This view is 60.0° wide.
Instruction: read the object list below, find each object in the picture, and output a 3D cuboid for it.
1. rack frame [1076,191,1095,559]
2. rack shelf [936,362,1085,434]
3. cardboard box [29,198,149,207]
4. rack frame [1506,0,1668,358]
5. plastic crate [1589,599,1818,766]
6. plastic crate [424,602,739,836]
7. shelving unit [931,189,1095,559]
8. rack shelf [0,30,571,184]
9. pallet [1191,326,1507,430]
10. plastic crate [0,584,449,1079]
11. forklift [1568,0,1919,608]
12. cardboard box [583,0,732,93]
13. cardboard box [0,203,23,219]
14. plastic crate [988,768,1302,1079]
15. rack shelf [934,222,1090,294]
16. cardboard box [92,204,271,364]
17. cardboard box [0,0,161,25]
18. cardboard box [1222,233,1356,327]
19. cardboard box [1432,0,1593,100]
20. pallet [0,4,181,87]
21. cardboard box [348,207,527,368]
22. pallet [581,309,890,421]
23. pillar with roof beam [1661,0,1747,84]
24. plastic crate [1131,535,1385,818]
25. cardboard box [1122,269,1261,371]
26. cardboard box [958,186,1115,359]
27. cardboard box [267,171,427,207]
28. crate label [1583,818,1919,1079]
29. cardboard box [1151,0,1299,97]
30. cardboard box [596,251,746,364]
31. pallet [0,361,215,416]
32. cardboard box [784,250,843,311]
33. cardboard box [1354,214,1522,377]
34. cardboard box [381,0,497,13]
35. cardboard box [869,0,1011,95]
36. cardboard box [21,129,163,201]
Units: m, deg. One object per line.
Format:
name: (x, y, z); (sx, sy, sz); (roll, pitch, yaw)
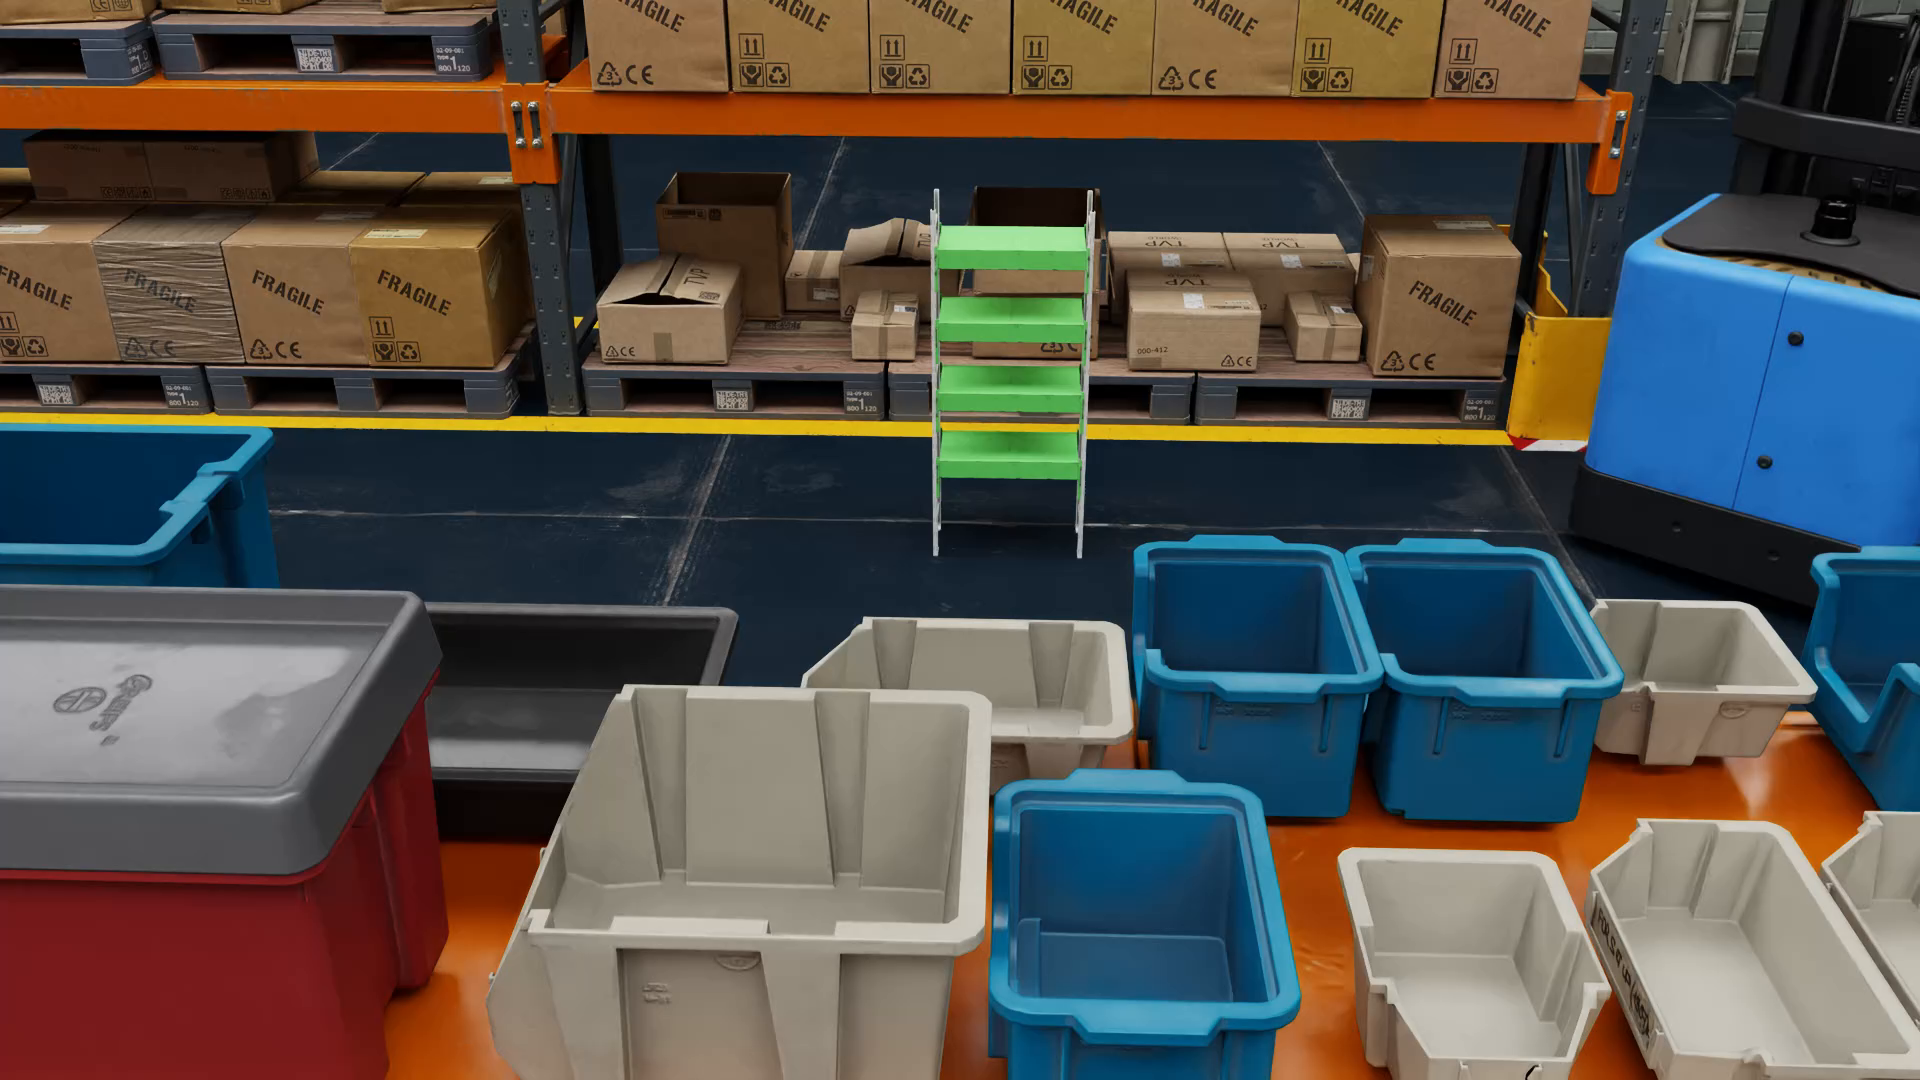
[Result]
rack frame: (0.409, -0.523, 5.456); (0.015, 1.200, 0.240); (1, 28, 2)
rack shelf: (0.165, -0.471, 5.494); (0.480, 0.148, 0.258); (1, 28, 2)
cardboard box: (-3.588, -1.290, 7.180); (0.500, 0.500, 0.500); (0, 28, 0)
rack frame: (2.423, -1.988, 6.298); (0.127, 3.000, 1.000); (1, 28, 2)
plastic crate: (1.013, 0.207, 2.374); (0.298, 0.136, 0.250); (1, 28, 2)
plastic crate: (-0.625, 0.252, 2.301); (0.590, 0.125, 0.437); (1, 28, 2)
shelving unit: (0.165, -0.527, 5.464); (0.503, 1.200, 0.258); (1, 28, 2)
rack shelf: (-3.574, -1.769, 6.653); (4.000, 0.370, 1.077); (1, 28, 2)
pallet: (1.550, -0.770, 6.977); (1.213, 0.211, 1.003); (1, 28, 2)
plastic crate: (-0.870, 0.342, 1.770); (0.583, 0.464, 0.402); (1, 28, 2)
forklift: (3.414, -1.651, 5.734); (1.130, 2.935, 3.031); (22, 35, 35)
cardboard box: (-1.075, -1.962, 6.142); (0.500, 0.500, 0.500); (2, 28, 3)
cardboard box: (-4.103, -1.052, 6.731); (0.500, 0.500, 0.500); (1, 28, 1)
plastic crate: (0.183, 0.464, 1.787); (0.300, 0.233, 0.416); (1, 28, 2)
rack shelf: (0.165, -0.895, 5.269); (0.480, 0.148, 0.258); (1, 28, 2)
cardboard box: (-3.073, -1.039, 6.706); (0.500, 0.500, 0.500); (1, 28, 2)
cardboard box: (-3.343, -2.284, 6.301); (0.500, 0.500, 0.700); (-6, 29, -11)
cardboard box: (1.389, -1.118, 7.122); (0.500, 0.250, 0.500); (1, 28, 2)
cardboard box: (1.965, -1.912, 6.048); (0.500, 0.500, 0.500); (2, 28, 3)
pallet: (-3.629, -2.005, 6.535); (1.213, 0.211, 1.003); (1, 28, 2)
cardboard box: (-2.078, -1.018, 6.667); (0.500, 0.500, 0.500); (1, 28, 2)
pallet: (-0.889, -0.810, 7.053); (1.213, 0.211, 1.003); (1, 28, 2)
pillar with roof beam: (5.171, -5.303, 6.145); (0.400, 9.000, 9.100); (1, 28, 2)
plastic crate: (0.393, 0.193, 2.298); (0.300, 0.233, 0.416); (1, 28, 2)
cardboard box: (0.922, -0.891, 6.694); (0.500, 0.250, 0.500); (1, 28, 2)
cardboard box: (0.303, -1.117, 6.850); (0.637, 0.503, 0.797); (1, 28, 2)
cardboard box: (-2.583, -1.270, 7.142); (0.500, 0.500, 0.500); (1, 28, 3)
crate label: (0.854, 0.487, 1.846); (0.243, 0.136, 0.396); (1, 28, 2)
cardboard box: (0.948, -1.930, 6.081); (0.500, 0.500, 0.500); (1, 28, 2)
cardboard box: (-1.163, -0.952, 6.745); (0.500, 0.311, 0.500); (1, 28, 2)
pallet: (-3.612, -0.837, 7.103); (1.213, 0.211, 1.003); (1, 28, 2)
cardboard box: (-0.619, -1.134, 7.261); (0.250, 0.149, 0.380); (1, 28, 2)
cardboard box: (1.870, -0.972, 6.579); (0.500, 0.500, 0.500); (1, 28, 2)
cardboard box: (-2.041, -2.396, 6.513); (0.500, 0.500, 0.700); (-8, 29, -15)
cardboard box: (-0.064, -1.946, 6.112); (0.500, 0.500, 0.500); (1, 28, 2)
cardboard box: (-3.551, -1.622, 7.006); (0.500, 0.250, 0.500); (0, 28, 1)
